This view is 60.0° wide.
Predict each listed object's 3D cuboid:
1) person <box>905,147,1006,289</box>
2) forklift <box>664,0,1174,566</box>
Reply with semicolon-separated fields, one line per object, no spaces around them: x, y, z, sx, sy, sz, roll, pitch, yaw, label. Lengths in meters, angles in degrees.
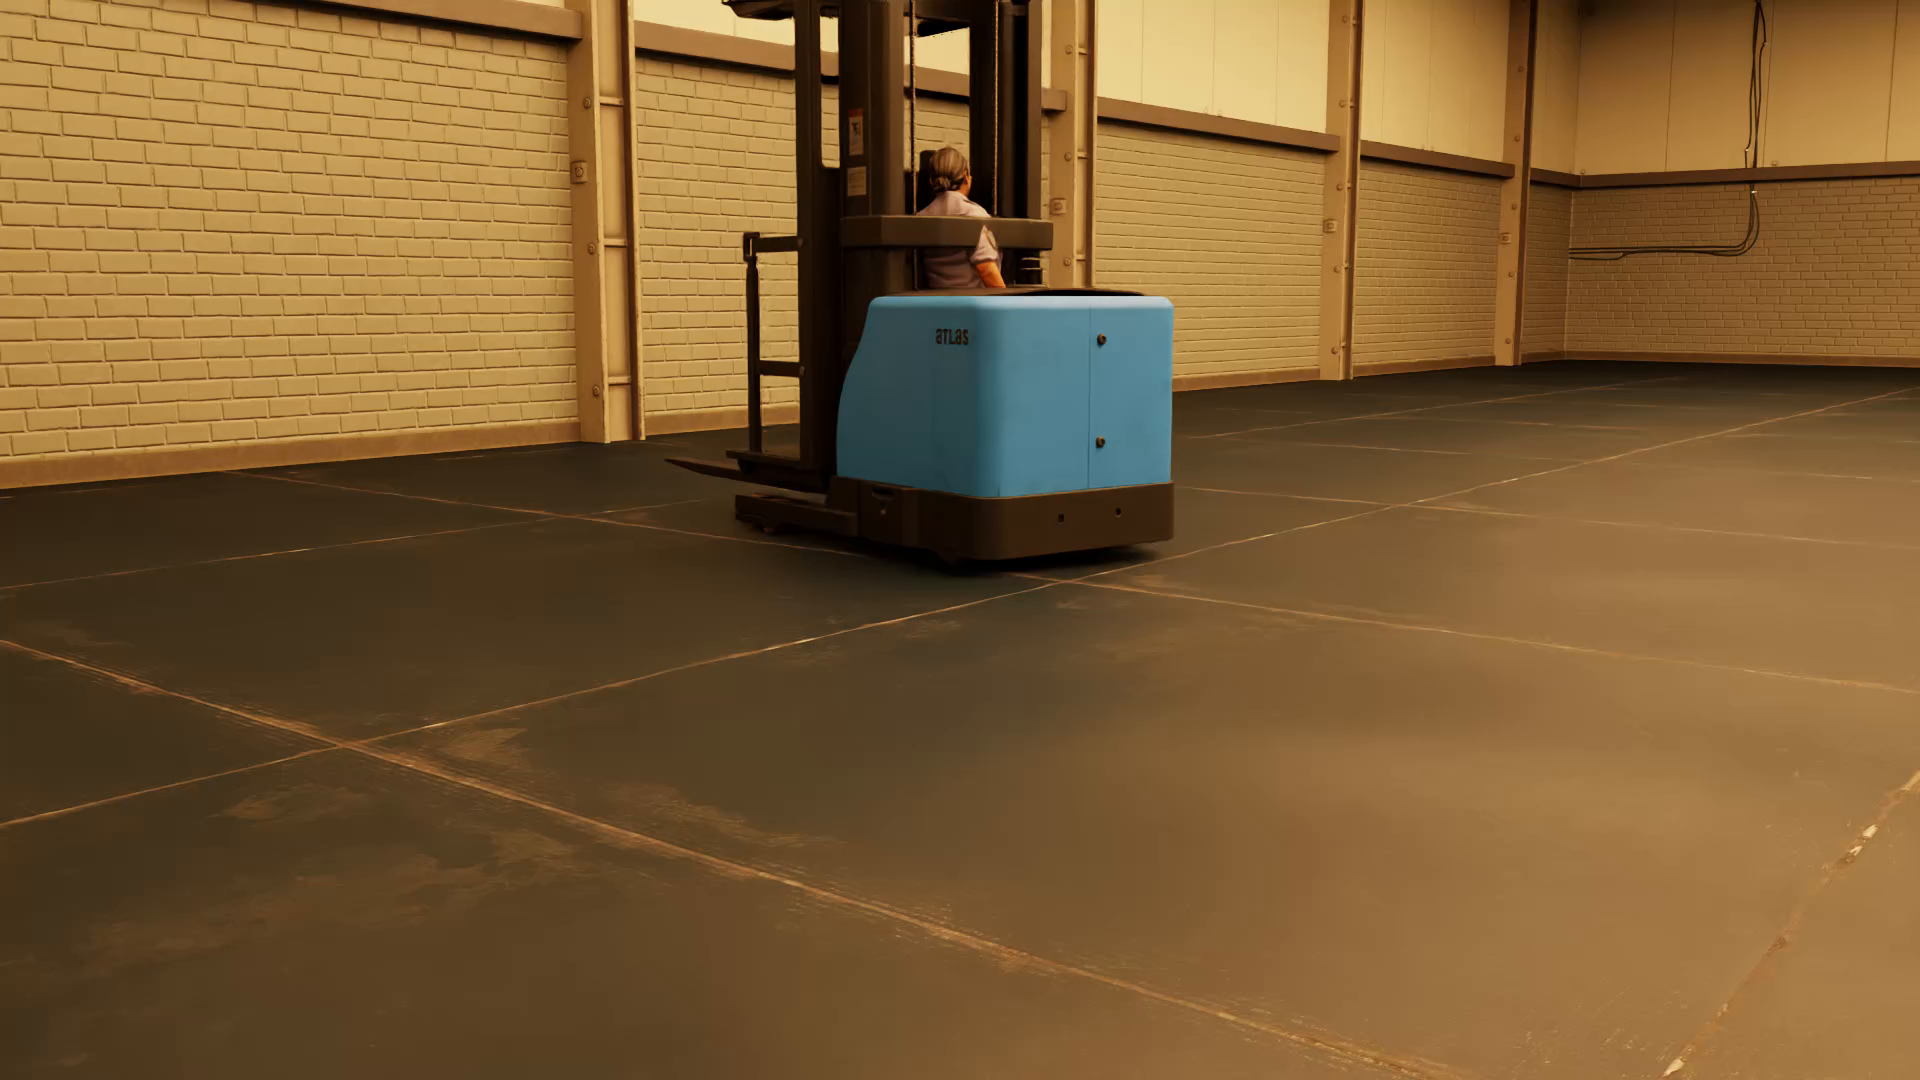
0.075;-0.875;7.334;0.598;1.642;0.502;7;11;38;person
-0.395;-1.516;7.640;1.130;2.935;3.031;-6;10;-37;forklift
